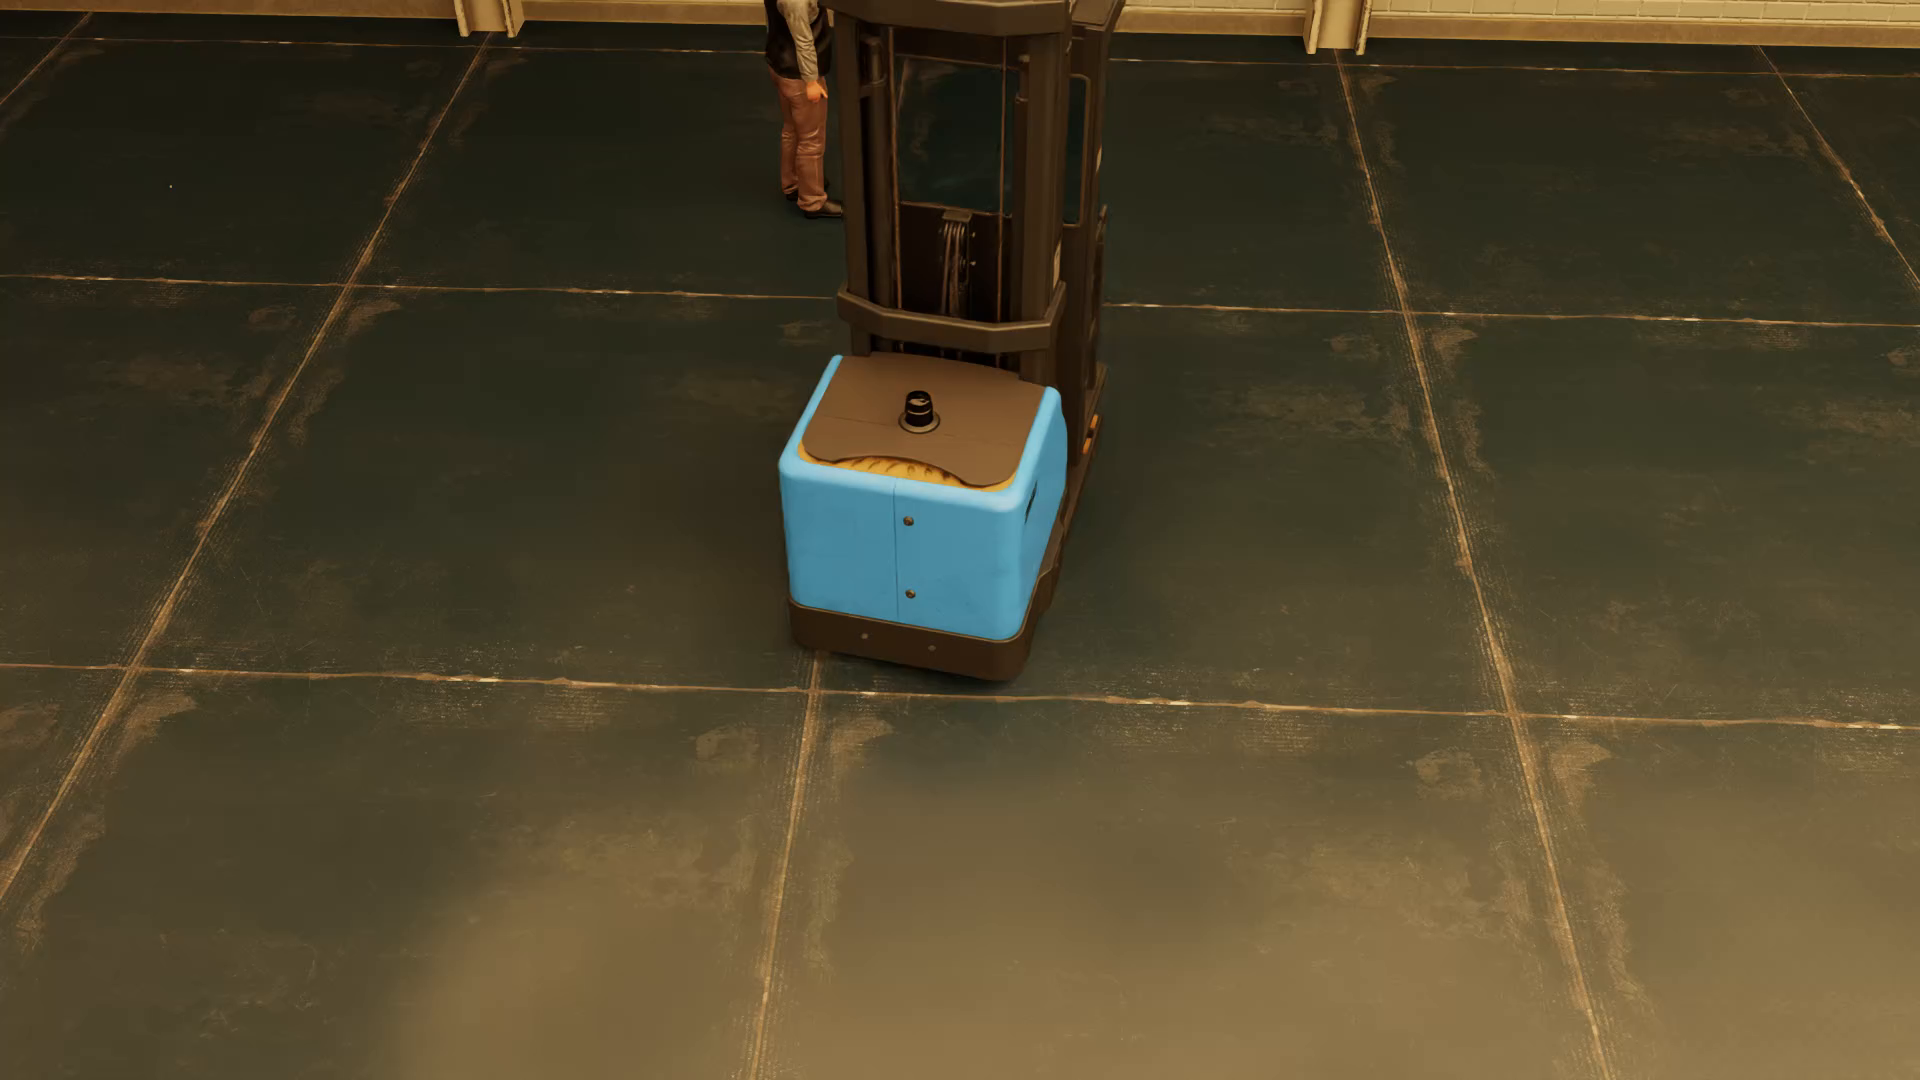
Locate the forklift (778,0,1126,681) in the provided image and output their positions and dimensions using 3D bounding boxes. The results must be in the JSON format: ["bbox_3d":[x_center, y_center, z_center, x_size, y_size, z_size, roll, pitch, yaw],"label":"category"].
[{"bbox_3d":[0.104,-1.483,7.367,1.130,2.935,3.031,10,43,10],"label":"forklift"}]

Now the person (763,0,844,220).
[{"bbox_3d":[-0.916,-2.710,9.609,0.375,1.724,0.525,-18,45,-19],"label":"person"}]
